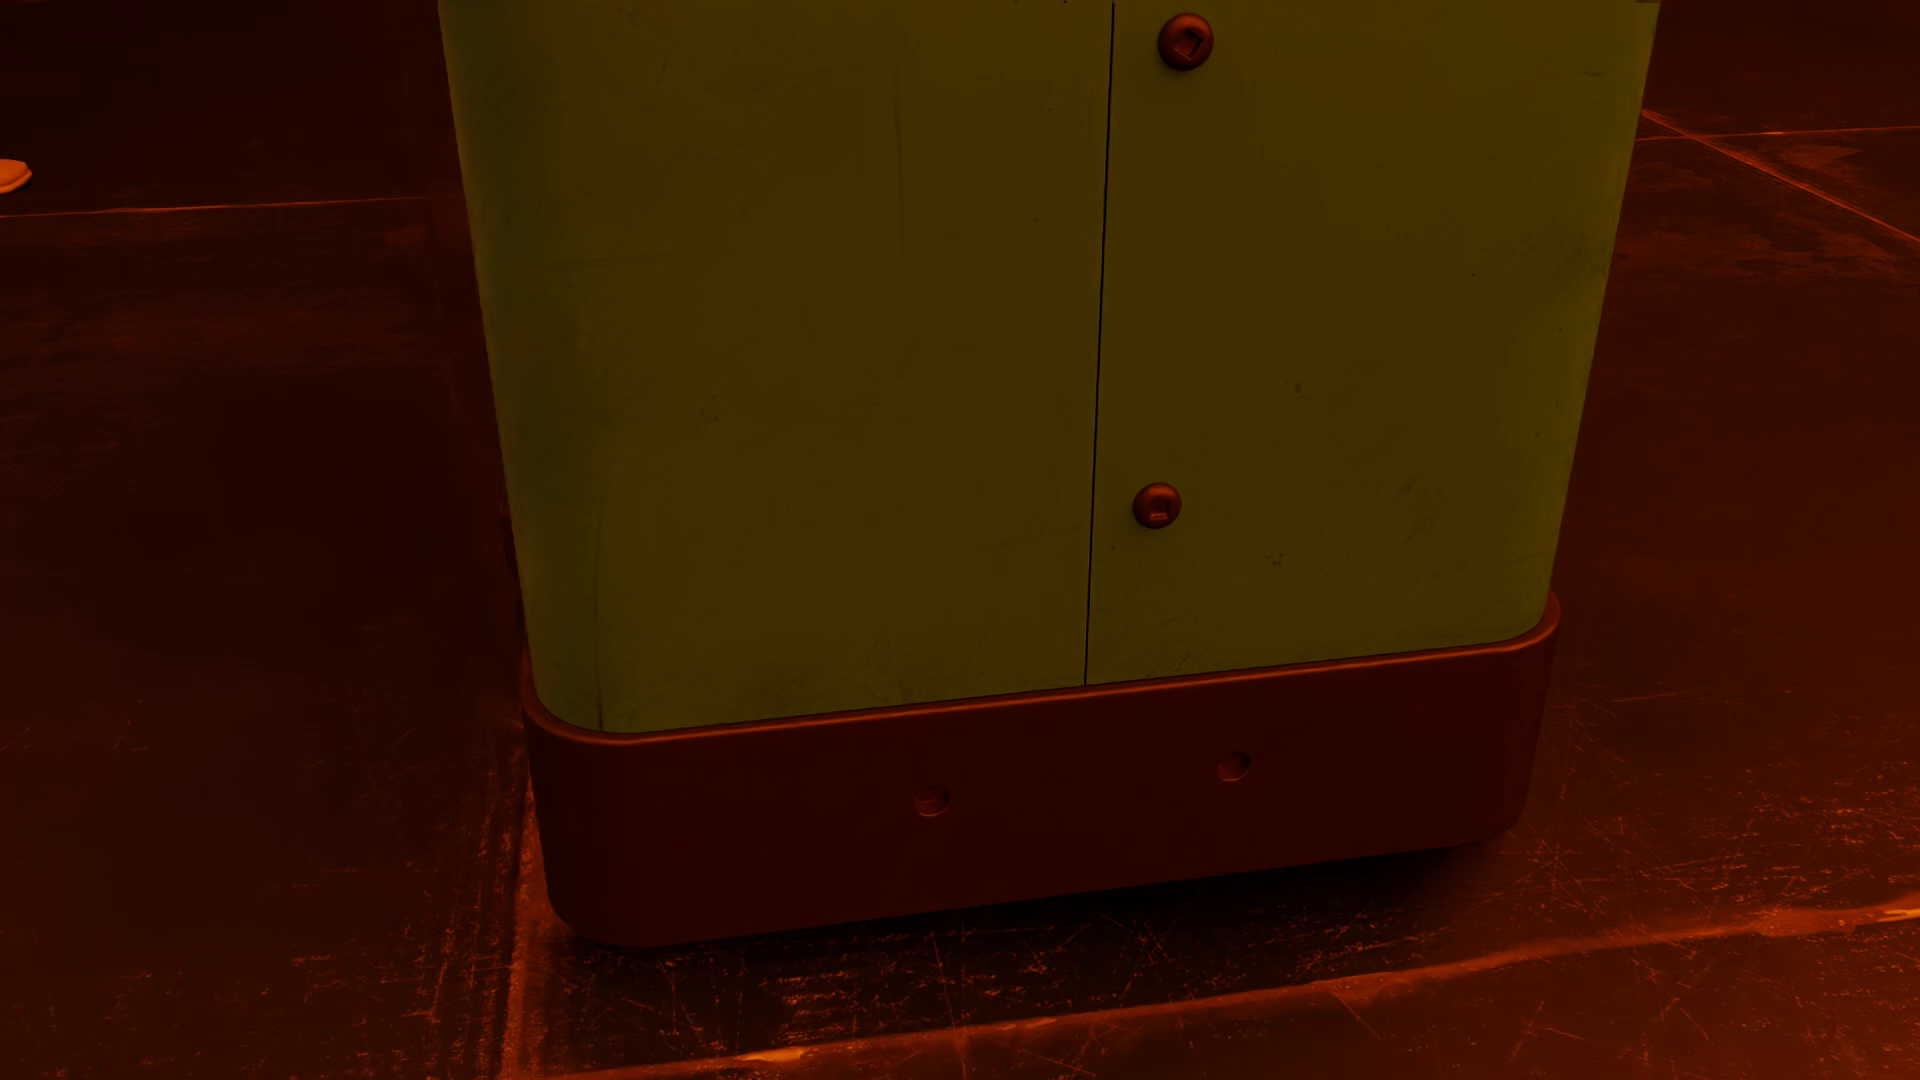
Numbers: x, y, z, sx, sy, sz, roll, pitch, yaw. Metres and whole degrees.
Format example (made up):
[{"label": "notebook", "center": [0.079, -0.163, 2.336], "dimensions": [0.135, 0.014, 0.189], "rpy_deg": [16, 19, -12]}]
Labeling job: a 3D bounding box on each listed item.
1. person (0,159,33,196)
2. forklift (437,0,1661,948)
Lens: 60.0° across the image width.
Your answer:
[{"label": "person", "center": [-2.614, -1.650, 3.722], "dimensions": [0.524, 1.775, 0.375], "rpy_deg": [13, 30, 23]}, {"label": "forklift", "center": [-0.163, -1.572, 2.335], "dimensions": [1.130, 2.935, 3.031], "rpy_deg": [-5, 28, -10]}]
